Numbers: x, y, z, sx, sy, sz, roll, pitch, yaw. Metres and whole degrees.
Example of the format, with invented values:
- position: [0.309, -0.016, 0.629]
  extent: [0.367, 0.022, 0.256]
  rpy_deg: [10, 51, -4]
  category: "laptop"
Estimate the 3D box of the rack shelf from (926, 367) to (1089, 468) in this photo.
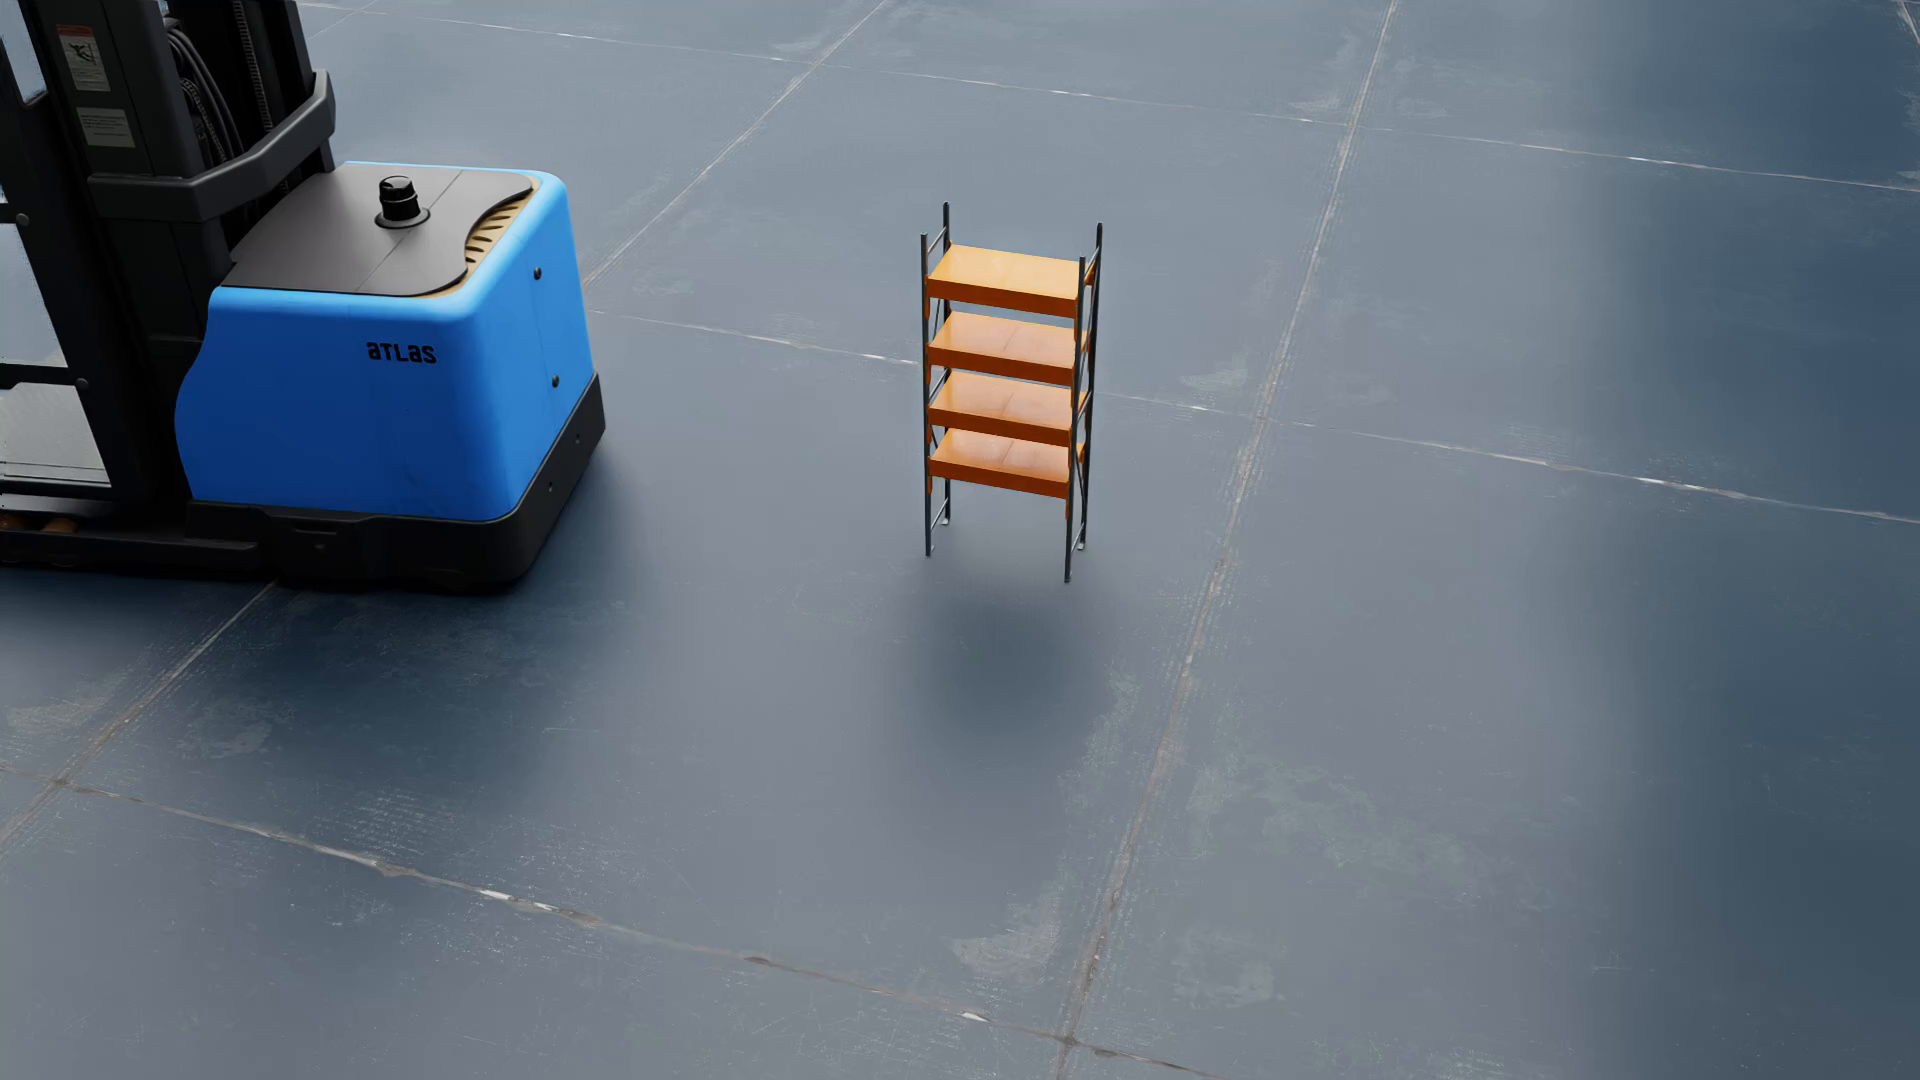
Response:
- position: [0.158, -0.400, 5.394]
  extent: [0.480, 0.148, 0.258]
  rpy_deg: [10, 38, 14]
  category: "rack shelf"

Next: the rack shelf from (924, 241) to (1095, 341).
- position: [0.158, -0.770, 5.122]
  extent: [0.480, 0.148, 0.258]
  rpy_deg: [10, 38, 14]
  category: "rack shelf"

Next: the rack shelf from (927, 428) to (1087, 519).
- position: [0.158, -0.240, 5.512]
  extent: [0.480, 0.148, 0.258]
  rpy_deg: [10, 38, 14]
  category: "rack shelf"

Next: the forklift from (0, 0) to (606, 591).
- position: [-2.875, -1.394, 5.171]
  extent: [3.031, 2.935, 1.130]
  rpy_deg: [4, 37, 6]
  category: "forklift"

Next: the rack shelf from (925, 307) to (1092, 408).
- position: [0.158, -0.580, 5.262]
  extent: [0.480, 0.148, 0.258]
  rpy_deg: [10, 38, 14]
  category: "rack shelf"

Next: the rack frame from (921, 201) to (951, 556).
- position: [-0.075, -0.497, 5.413]
  extent: [0.015, 1.200, 0.240]
  rpy_deg: [10, 38, 14]
  category: "rack frame"

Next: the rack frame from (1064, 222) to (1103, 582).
- position: [0.391, -0.411, 5.296]
  extent: [0.015, 1.200, 0.240]
  rpy_deg: [10, 38, 14]
  category: "rack frame"

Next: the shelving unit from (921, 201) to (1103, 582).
- position: [0.158, -0.454, 5.355]
  extent: [0.503, 1.200, 0.258]
  rpy_deg: [10, 38, 14]
  category: "shelving unit"
